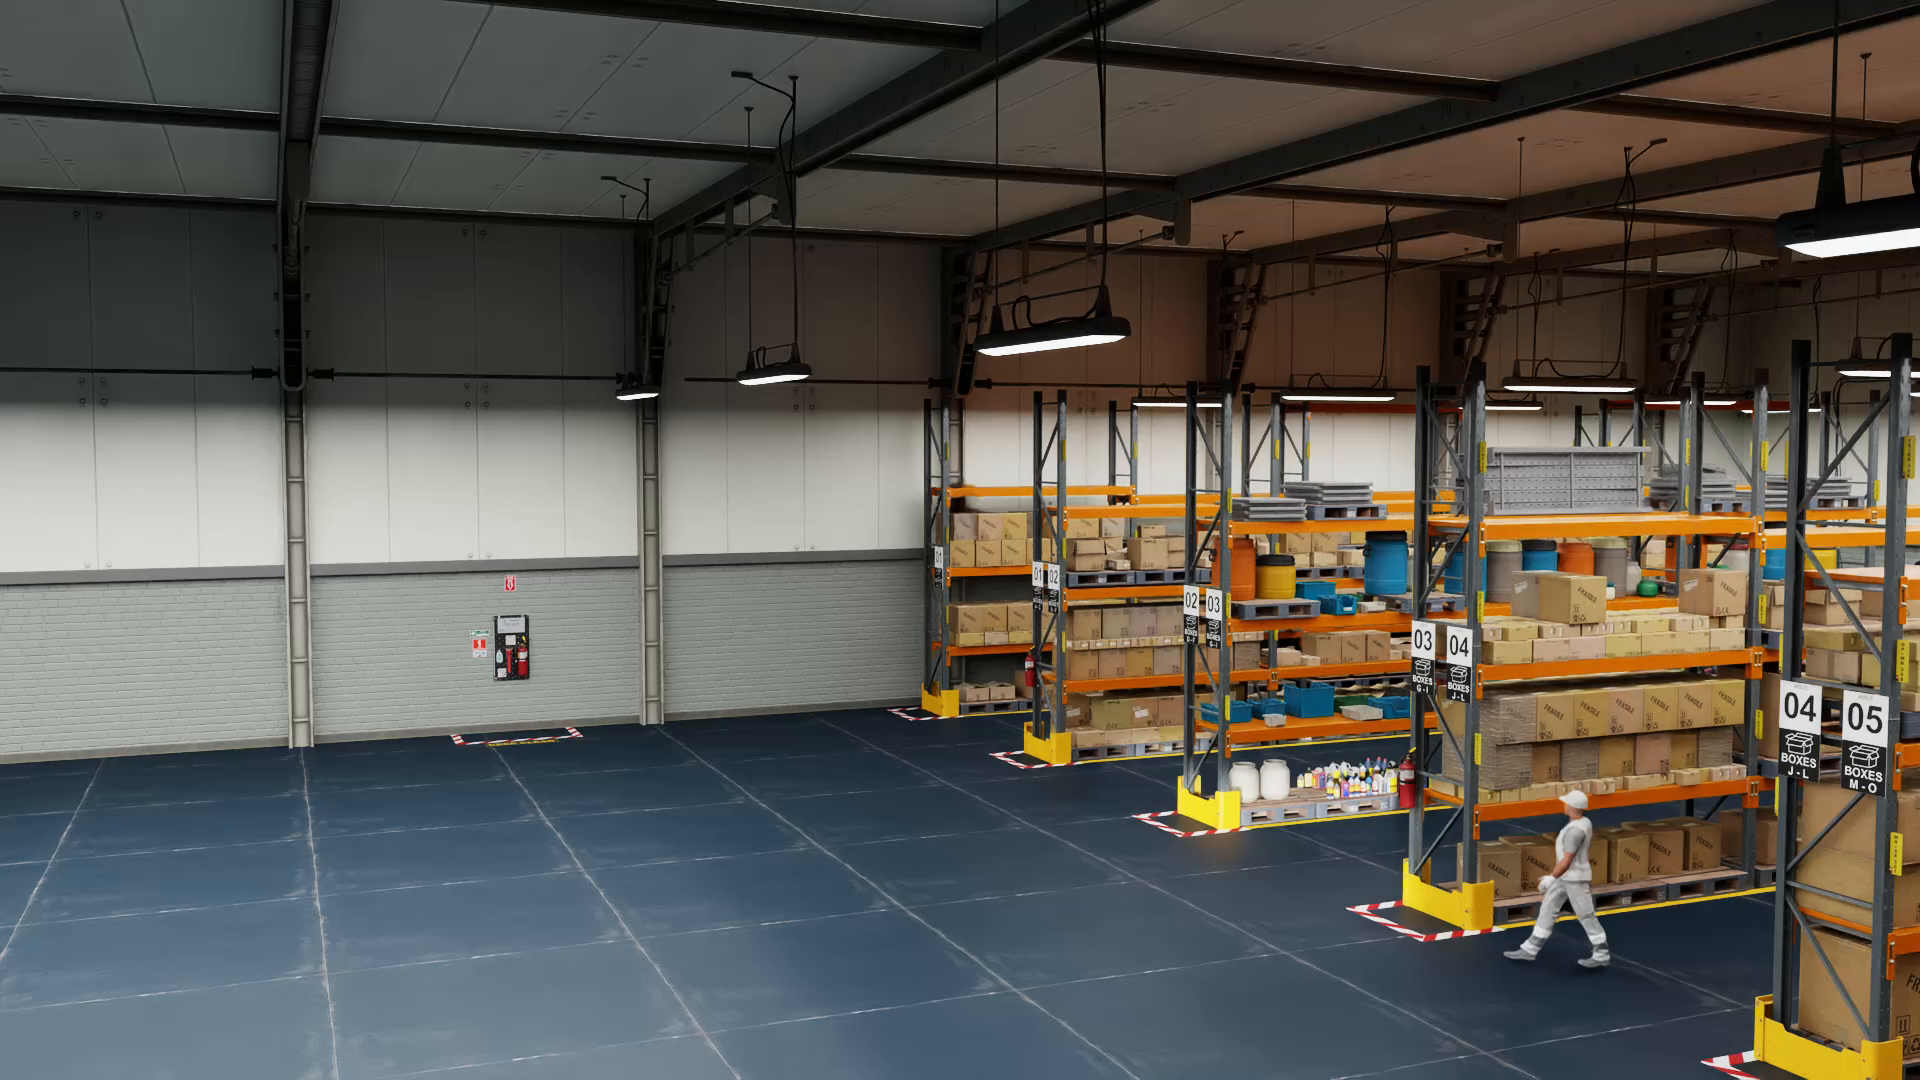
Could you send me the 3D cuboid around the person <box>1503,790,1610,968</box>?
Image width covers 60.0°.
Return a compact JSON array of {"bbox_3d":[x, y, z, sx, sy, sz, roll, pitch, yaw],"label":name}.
[{"bbox_3d":[5.876,3.301,16.240,0.961,1.741,0.535,0,3,0],"label":"person"}]
